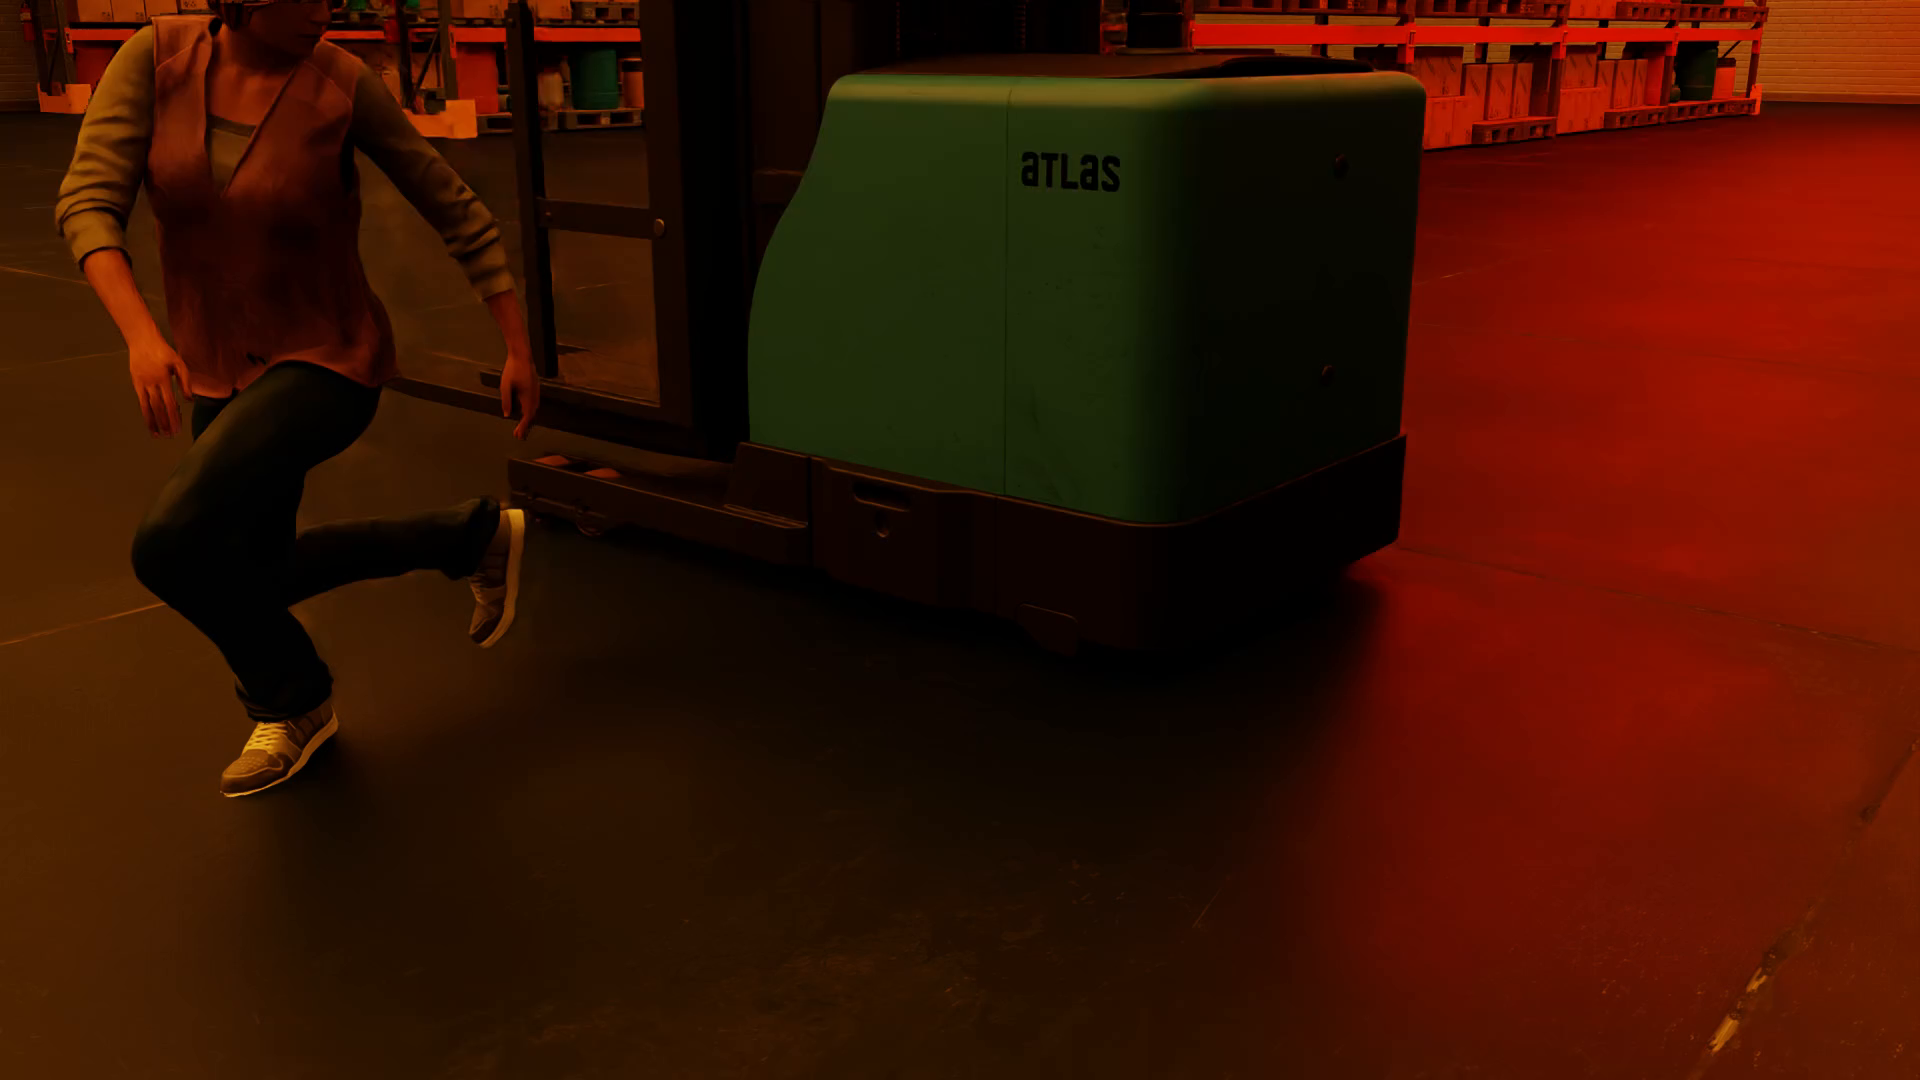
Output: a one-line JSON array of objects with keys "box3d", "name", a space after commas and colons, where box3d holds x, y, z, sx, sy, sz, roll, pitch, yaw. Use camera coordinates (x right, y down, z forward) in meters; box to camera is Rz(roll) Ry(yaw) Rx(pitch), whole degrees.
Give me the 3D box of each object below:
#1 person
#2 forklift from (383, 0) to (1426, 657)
[{"box3d": [-1.003, -0.298, 2.650, 0.539, 1.370, 0.811, 7, 18, 21], "name": "person"}, {"box3d": [-0.478, -1.513, 3.881, 3.031, 2.935, 1.130, 13, 21, 37], "name": "forklift"}]
